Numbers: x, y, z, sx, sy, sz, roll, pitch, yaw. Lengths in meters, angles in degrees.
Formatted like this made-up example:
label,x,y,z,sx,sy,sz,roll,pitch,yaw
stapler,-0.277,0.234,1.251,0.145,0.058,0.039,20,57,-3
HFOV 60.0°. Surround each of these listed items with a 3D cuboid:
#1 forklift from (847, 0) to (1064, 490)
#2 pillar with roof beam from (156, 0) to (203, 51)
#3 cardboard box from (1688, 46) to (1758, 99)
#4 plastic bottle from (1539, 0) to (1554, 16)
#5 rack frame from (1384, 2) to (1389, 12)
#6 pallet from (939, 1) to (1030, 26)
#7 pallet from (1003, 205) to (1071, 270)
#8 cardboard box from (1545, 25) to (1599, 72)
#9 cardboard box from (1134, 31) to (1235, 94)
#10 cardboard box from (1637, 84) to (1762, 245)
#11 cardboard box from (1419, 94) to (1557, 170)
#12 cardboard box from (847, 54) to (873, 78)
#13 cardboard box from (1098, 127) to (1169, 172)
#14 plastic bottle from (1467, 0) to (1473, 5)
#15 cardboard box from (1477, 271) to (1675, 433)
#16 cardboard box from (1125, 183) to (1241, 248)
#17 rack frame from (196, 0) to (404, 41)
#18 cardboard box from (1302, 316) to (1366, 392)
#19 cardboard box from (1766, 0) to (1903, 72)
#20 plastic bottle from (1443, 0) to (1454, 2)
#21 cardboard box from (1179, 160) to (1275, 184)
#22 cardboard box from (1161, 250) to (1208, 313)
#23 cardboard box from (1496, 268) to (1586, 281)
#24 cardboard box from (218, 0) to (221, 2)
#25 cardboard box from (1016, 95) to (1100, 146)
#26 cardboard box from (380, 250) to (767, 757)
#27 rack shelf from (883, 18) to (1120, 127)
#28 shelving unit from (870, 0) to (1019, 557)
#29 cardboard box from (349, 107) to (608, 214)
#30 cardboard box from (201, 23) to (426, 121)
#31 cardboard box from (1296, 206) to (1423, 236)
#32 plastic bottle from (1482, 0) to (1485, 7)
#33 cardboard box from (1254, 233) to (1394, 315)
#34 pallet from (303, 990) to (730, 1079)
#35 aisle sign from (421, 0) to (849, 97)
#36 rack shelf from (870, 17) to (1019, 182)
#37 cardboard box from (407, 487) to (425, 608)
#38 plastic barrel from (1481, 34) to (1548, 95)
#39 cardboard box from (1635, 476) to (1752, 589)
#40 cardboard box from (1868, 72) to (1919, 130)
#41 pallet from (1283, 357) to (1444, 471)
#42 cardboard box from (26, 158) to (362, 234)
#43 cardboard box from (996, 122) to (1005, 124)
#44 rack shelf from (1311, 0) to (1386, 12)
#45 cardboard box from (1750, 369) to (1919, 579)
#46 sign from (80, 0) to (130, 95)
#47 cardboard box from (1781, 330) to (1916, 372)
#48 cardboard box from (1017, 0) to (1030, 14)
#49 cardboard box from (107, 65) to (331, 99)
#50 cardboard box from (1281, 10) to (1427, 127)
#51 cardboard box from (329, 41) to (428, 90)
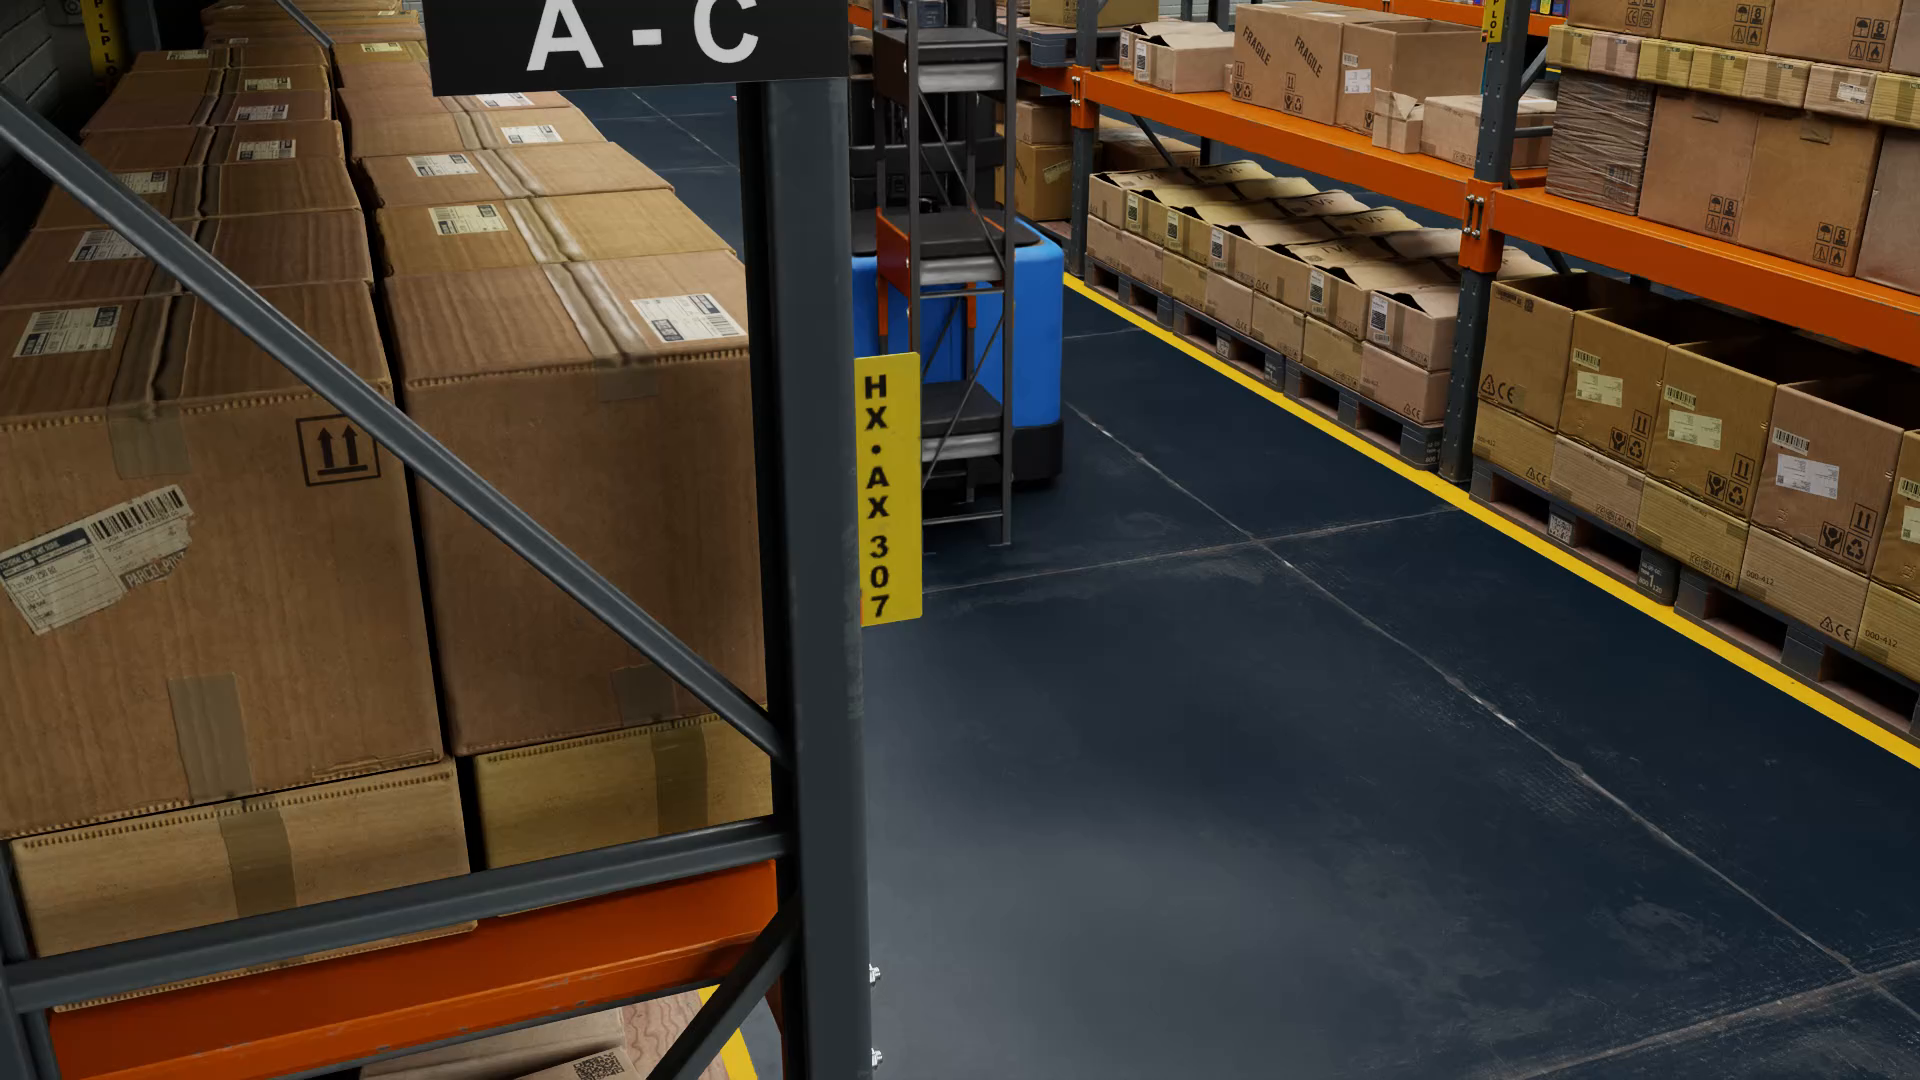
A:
label,x,y,z,sx,sy,sz,roll,pitch,yaw
forklift,-0.436,-2.075,7.899,1.130,2.935,3.031,-6,24,-14
pillar with roof beam,-1.868,-7.430,12.792,9.100,9.000,0.400,-8,24,-19
cardboard box,2.809,-1.654,5.849,0.380,0.149,0.250,-9,24,-19
plastic bottle,4.784,-4.411,13.503,0.061,0.283,0.133,-8,24,-19
rack frame,4.429,-5.298,15.459,1.000,3.000,0.127,-8,24,-19
pallet,0.516,-3.784,12.114,1.003,0.211,1.213,-8,24,-19
pallet,0.978,-2.158,11.599,1.003,0.211,1.213,-8,24,-19
cardboard box,2.534,-1.934,6.513,0.380,0.149,0.250,-8,24,-19
cardboard box,1.342,-2.774,9.584,0.500,0.311,0.500,-9,24,-20
cardboard box,2.975,-1.408,6.100,0.700,0.500,0.500,-9,24,-20
cardboard box,2.405,-1.817,7.392,0.500,0.250,0.500,-7,24,-16
cardboard box,-0.875,-4.354,15.867,0.797,0.503,0.637,-8,24,-19
cardboard box,1.123,-2.612,11.736,0.500,0.500,0.500,-9,25,-21
plastic bottle,4.450,-4.737,14.382,0.097,0.201,0.097,0,23,0
cardboard box,2.491,-0.774,6.758,0.500,0.500,0.500,-8,24,-19
cardboard box,1.311,-1.931,9.748,0.500,0.311,0.500,-9,24,-20
rack frame,-3.426,-2.486,8.785,1.000,3.000,0.127,-8,24,-19
cardboard box,2.025,-0.935,8.105,0.500,0.250,0.500,-9,24,-20
cardboard box,3.139,-1.831,5.434,0.700,0.500,0.500,-8,24,-19
plastic bottle,4.365,-4.888,14.644,0.152,0.276,0.135,-8,24,-19
cardboard box,1.622,-2.195,10.373,0.500,0.311,0.500,-8,24,-18
cardboard box,1.485,-1.492,9.427,0.500,0.250,0.500,-9,24,-20
cardboard box,2.707,-1.083,7.734,0.500,0.311,0.500,-8,24,-19
cardboard box,-2.790,-2.115,7.212,0.700,0.500,0.500,-8,24,-19
cardboard box,0.633,-2.891,11.433,0.500,0.250,0.500,-7,24,-17
cardboard box,-0.487,-0.079,2.278,0.500,0.500,0.500,-8,24,-19
rack shelf,0.500,-3.562,12.265,1.077,0.370,4.000,-8,24,-19
shelving unit,-0.062,-1.012,6.448,0.431,2.100,0.503,-7,24,-16
cardboard box,-1.023,-0.635,3.596,0.500,0.500,0.500,-8,24,-17
cardboard box,-2.161,-1.471,5.682,0.700,0.500,0.500,-8,24,-19
cardboard box,2.163,-1.641,9.059,0.500,0.311,0.500,-8,24,-18
plastic bottle,4.563,-4.684,14.162,0.152,0.276,0.135,-8,24,-19
cardboard box,1.845,-1.376,8.430,0.500,0.311,0.500,-8,24,-19
pallet,-0.881,1.378,3.208,1.003,0.211,1.213,-8,24,-19
aisle sign,-0.294,-0.792,1.420,0.394,0.787,0.004,-8,24,-19
rack shelf,-0.063,-1.645,6.181,0.431,0.518,0.480,-7,24,-16
cardboard box,-0.672,0.073,2.881,0.500,0.250,0.500,-9,25,-21
plastic barrel,4.855,-4.068,14.700,0.600,0.901,0.708,-8,24,-19
cardboard box,2.844,-0.065,6.042,0.500,0.250,0.500,-8,24,-19
cardboard box,3.084,-1.372,5.179,0.380,0.149,0.250,-9,24,-19
pallet,2.323,-0.691,8.117,1.003,0.211,1.213,-8,24,-19
cardboard box,-1.321,-0.378,2.987,0.500,0.500,0.500,-9,24,-20
cardboard box,0.283,-2.903,12.428,0.500,0.500,0.500,-9,25,-21
rack shelf,3.723,-5.694,17.323,1.077,0.370,4.000,-8,24,-19
cardboard box,3.023,-0.229,5.466,0.500,0.500,0.500,-8,24,-19
sign,-2.531,-1.488,4.929,0.100,0.325,0.005,-8,24,-19
cardboard box,3.334,-0.482,6.067,0.500,0.500,0.500,-8,24,-19
cardboard box,0.734,-3.978,11.657,0.700,0.500,0.500,-4,23,-9
cardboard box,-1.863,-0.930,4.296,0.500,0.500,0.500,-8,24,-19
cardboard box,2.001,-2.414,8.487,0.500,0.500,0.500,-8,24,-19
cardboard box,-1.557,-1.189,4.910,0.500,0.500,0.500,-8,24,-19
